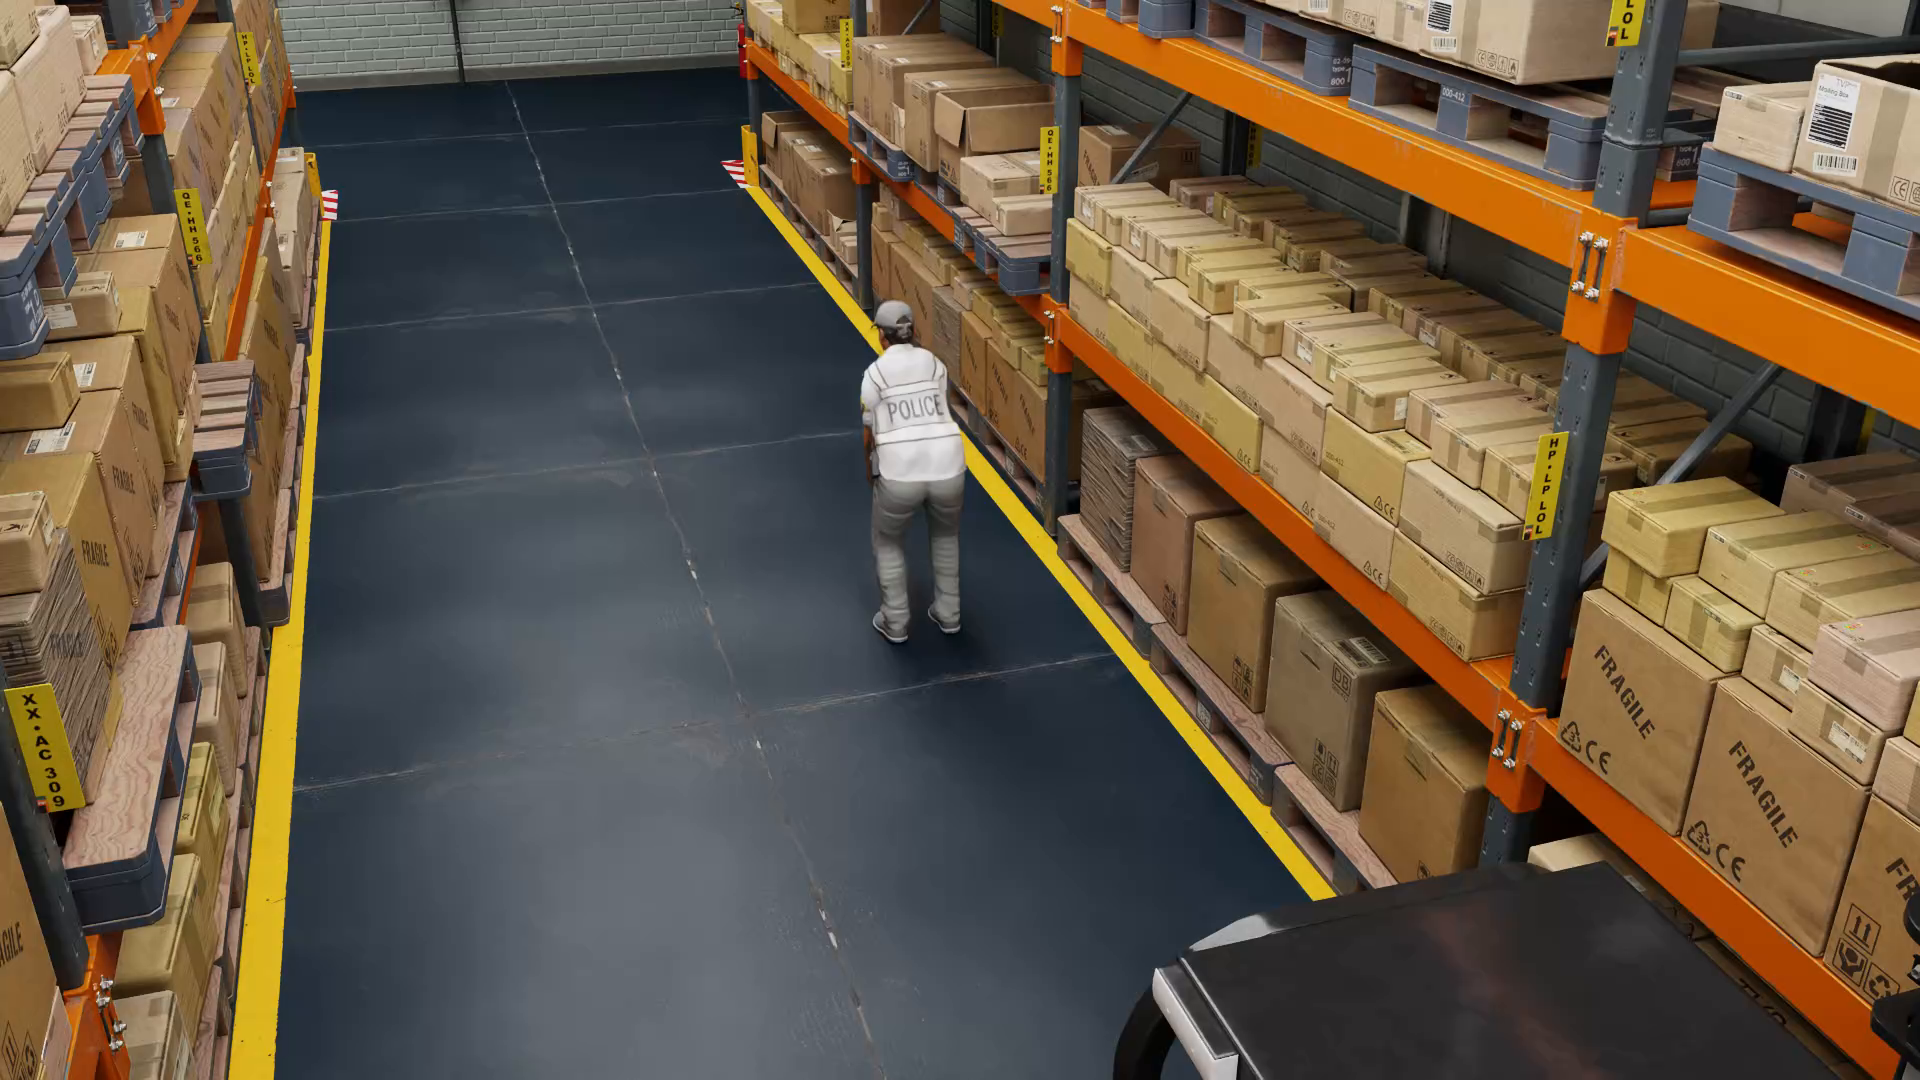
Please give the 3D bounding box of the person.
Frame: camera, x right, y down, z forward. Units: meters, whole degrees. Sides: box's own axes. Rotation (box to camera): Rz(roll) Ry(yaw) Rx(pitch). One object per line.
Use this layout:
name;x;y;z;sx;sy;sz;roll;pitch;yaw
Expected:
person;-0.238;-0.319;7.842;0.452;1.595;0.652;-9;28;-17
